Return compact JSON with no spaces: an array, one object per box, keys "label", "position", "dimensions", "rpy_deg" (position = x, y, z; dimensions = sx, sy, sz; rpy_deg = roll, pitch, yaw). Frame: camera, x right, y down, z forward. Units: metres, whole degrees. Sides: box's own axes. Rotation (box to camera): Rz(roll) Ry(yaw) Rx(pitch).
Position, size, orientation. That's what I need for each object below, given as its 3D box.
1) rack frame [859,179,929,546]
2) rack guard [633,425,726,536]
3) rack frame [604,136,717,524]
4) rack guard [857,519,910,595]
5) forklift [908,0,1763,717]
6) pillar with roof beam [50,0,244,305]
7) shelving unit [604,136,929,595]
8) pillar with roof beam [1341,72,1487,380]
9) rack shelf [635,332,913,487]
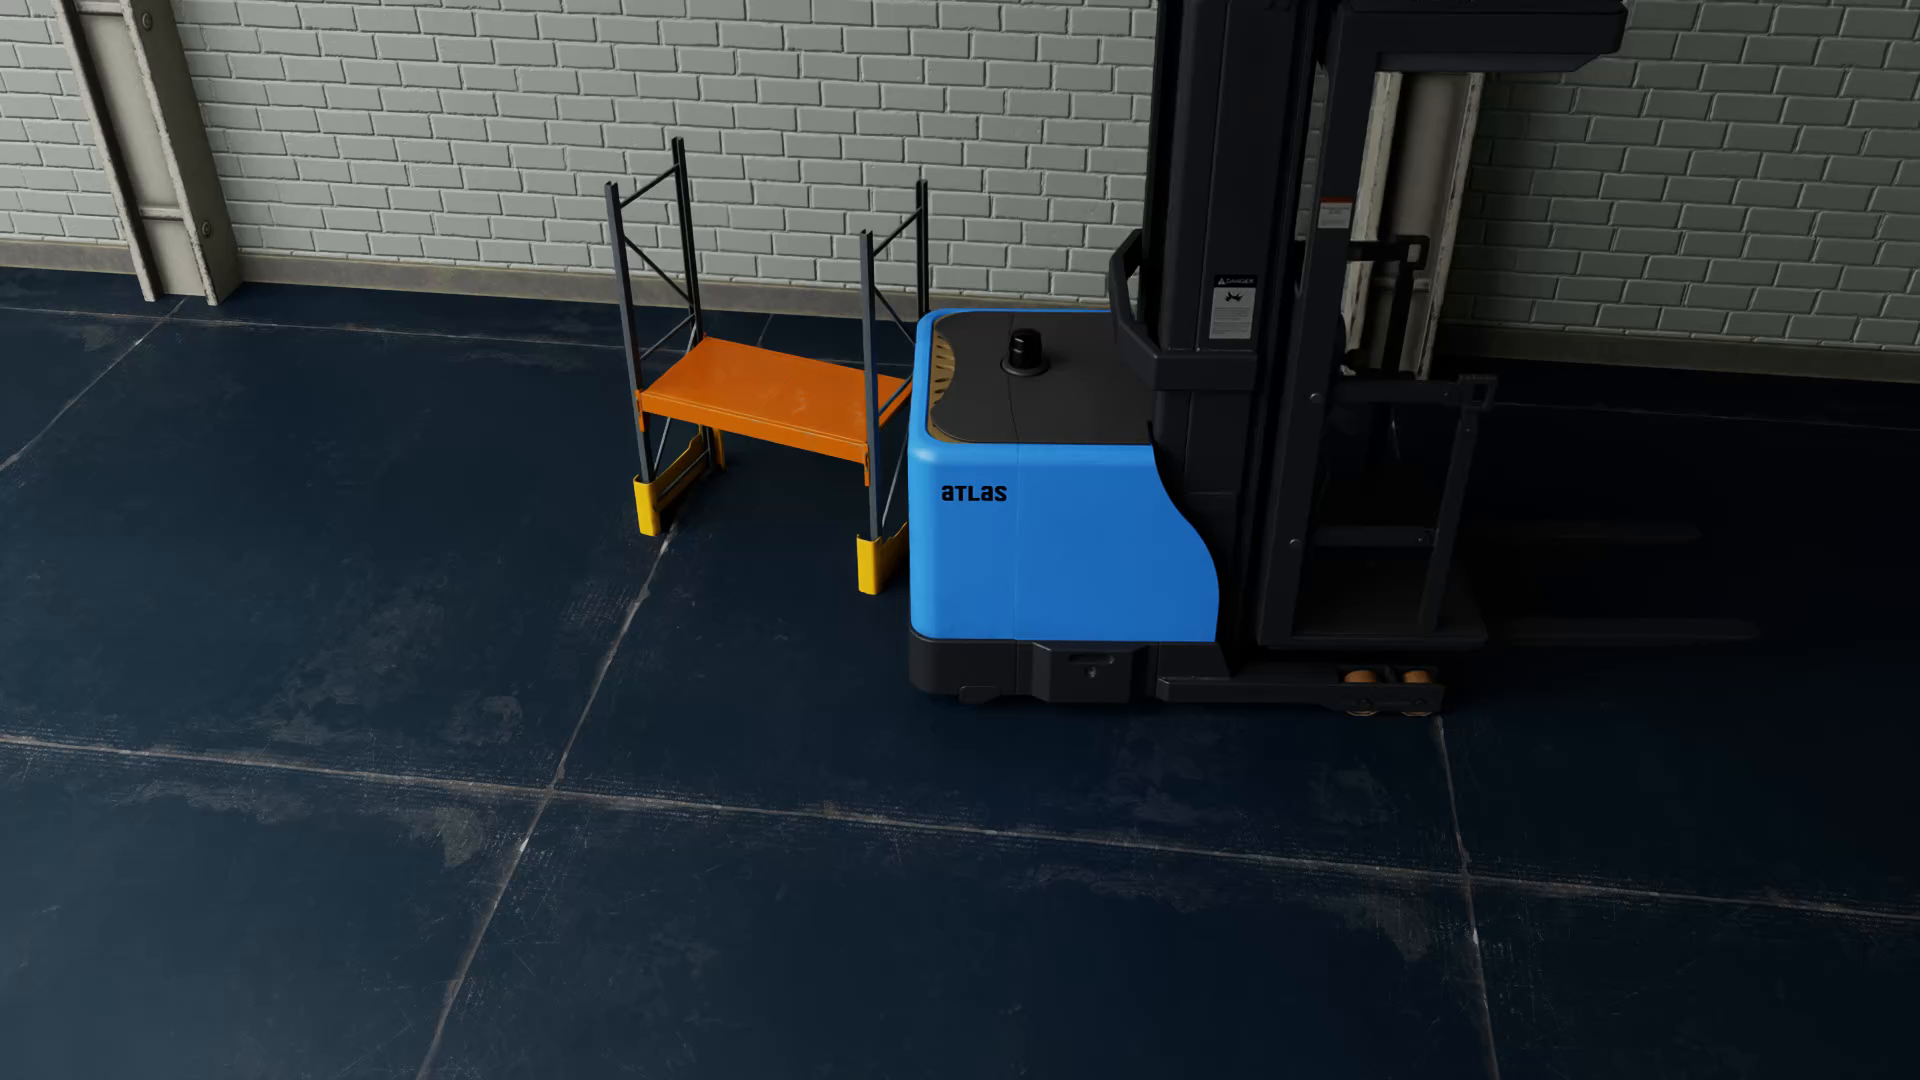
[{"label":"rack frame","position":[-0.229,-0.555,6.236],"dimensions":[0.032,1.500,0.500],"rpy_deg":[14,38,19]},{"label":"rack guard","position":[-1.161,-0.280,6.927],"dimensions":[0.087,0.250,0.587],"rpy_deg":[14,38,19]},{"label":"rack frame","position":[-1.162,-0.789,6.564],"dimensions":[0.032,1.500,0.500],"rpy_deg":[14,38,19]},{"label":"rack guard","position":[-0.246,-0.050,6.606],"dimensions":[0.087,0.250,0.587],"rpy_deg":[14,38,19]},{"label":"forklift","position":[1.339,-0.881,5.461],"dimensions":[3.031,2.935,1.130],"rpy_deg":[1,36,1]},{"label":"pillar with roof beam","position":[-4.479,-2.473,2.468],"dimensions":[0.400,9.000,9.100],"rpy_deg":[4,36,6]},{"label":"shelving unit","position":[-0.704,-0.674,6.403],"dimensions":[1.083,1.500,0.587],"rpy_deg":[14,38,19]},{"label":"pillar with roof beam","position":[1.472,-2.029,1.846],"dimensions":[0.400,9.000,9.100],"rpy_deg":[4,36,6]},{"label":"rack shelf","position":[-0.695,-0.525,6.505],"dimensions":[1.000,0.185,0.538],"rpy_deg":[14,38,19]}]
